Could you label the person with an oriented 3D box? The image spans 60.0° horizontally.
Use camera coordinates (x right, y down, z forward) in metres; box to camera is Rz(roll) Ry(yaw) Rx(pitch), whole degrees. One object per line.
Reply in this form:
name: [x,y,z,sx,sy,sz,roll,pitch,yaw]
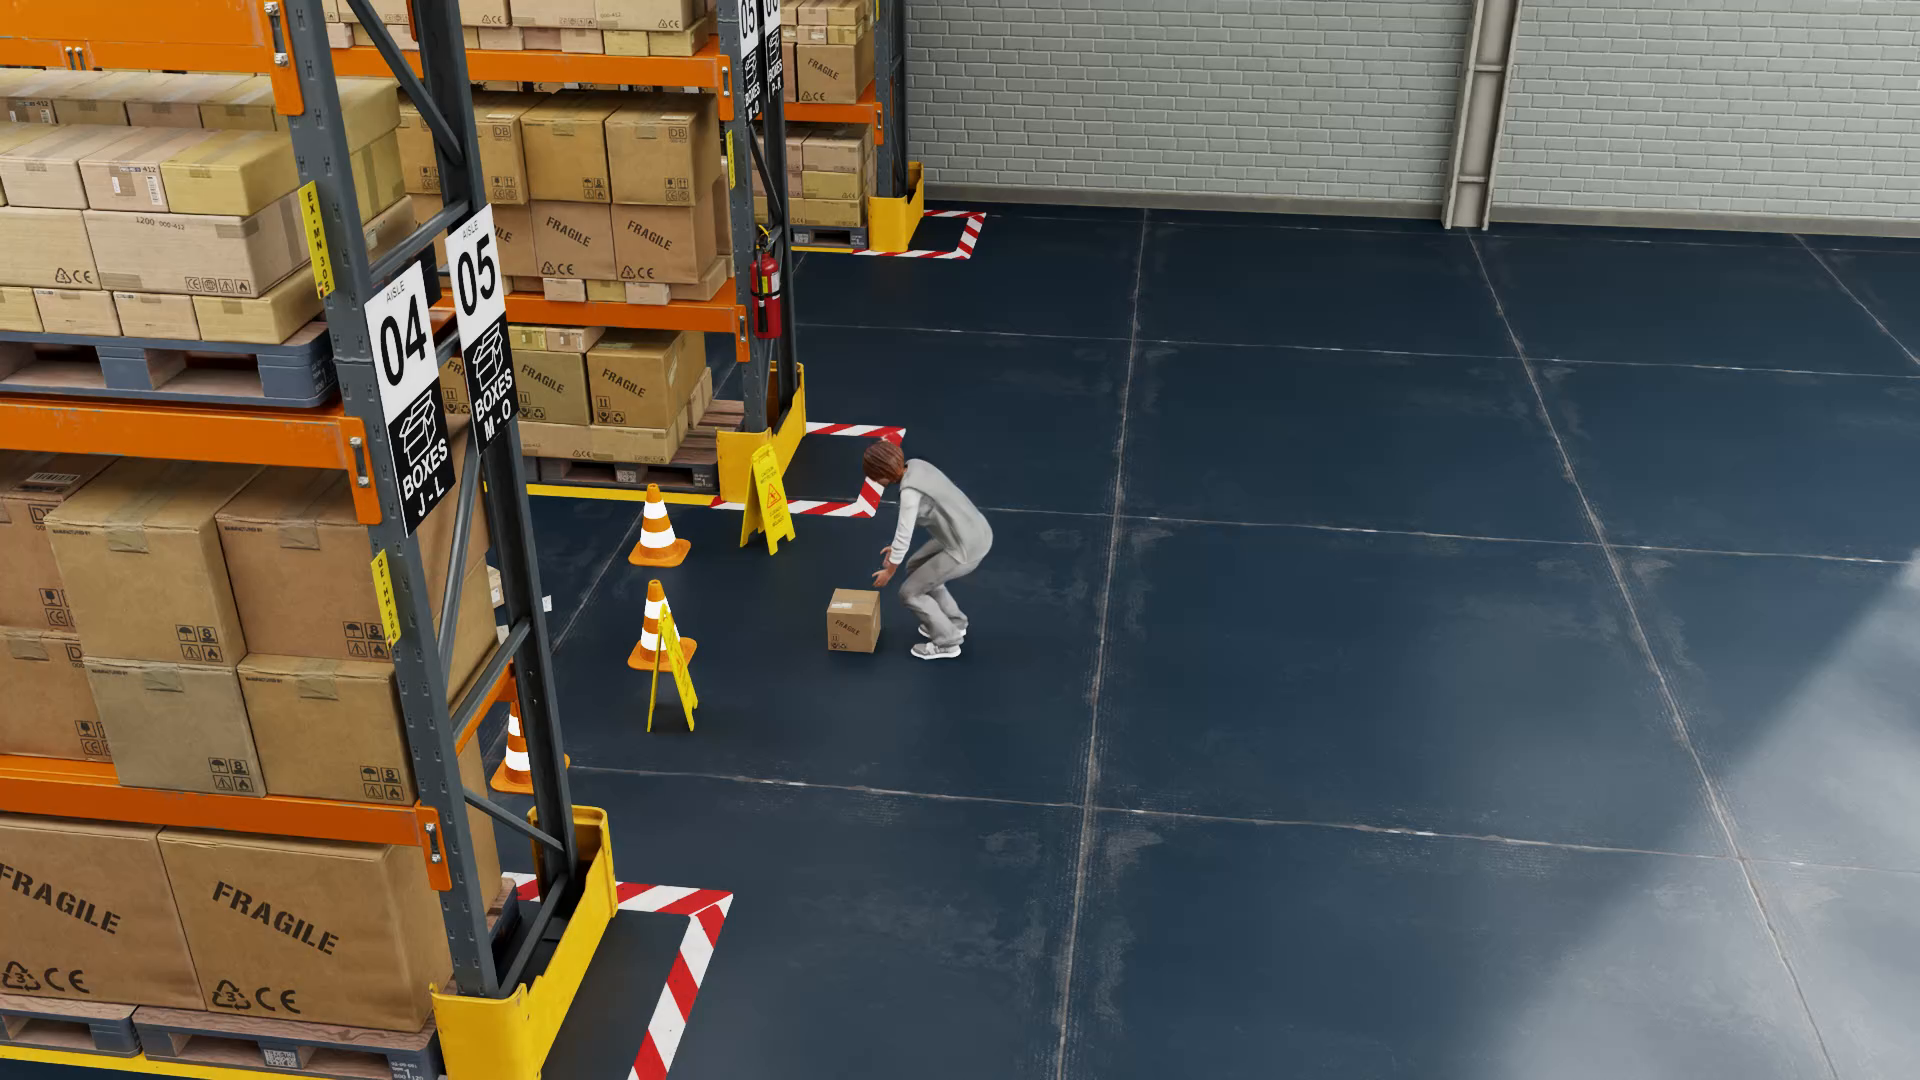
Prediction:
person: [-0.170,0.069,8.916,0.688,1.212,0.463,3,29,6]
